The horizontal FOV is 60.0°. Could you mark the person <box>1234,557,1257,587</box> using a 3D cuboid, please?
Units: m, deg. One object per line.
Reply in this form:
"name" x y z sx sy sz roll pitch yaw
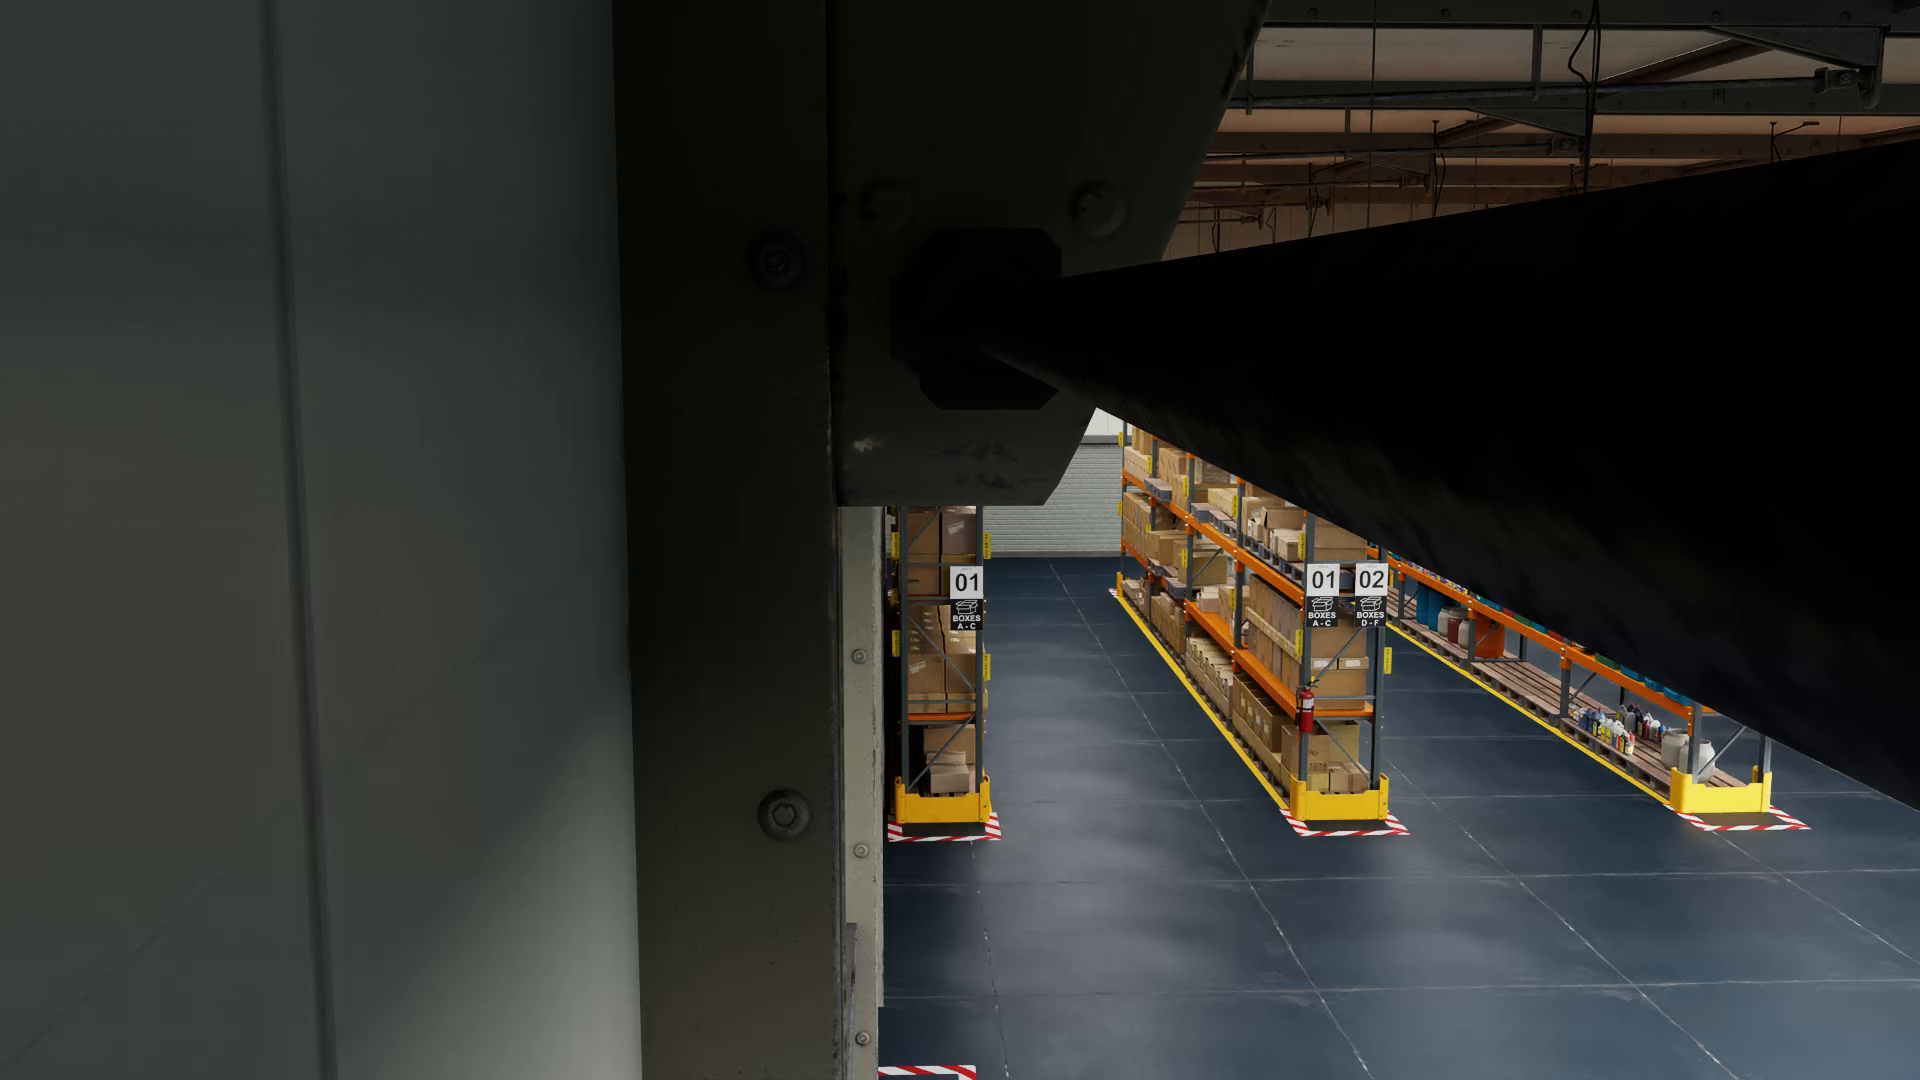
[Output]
"person" 6.003 0.645 34.363 0.712 1.764 0.918 -2 8 -15
